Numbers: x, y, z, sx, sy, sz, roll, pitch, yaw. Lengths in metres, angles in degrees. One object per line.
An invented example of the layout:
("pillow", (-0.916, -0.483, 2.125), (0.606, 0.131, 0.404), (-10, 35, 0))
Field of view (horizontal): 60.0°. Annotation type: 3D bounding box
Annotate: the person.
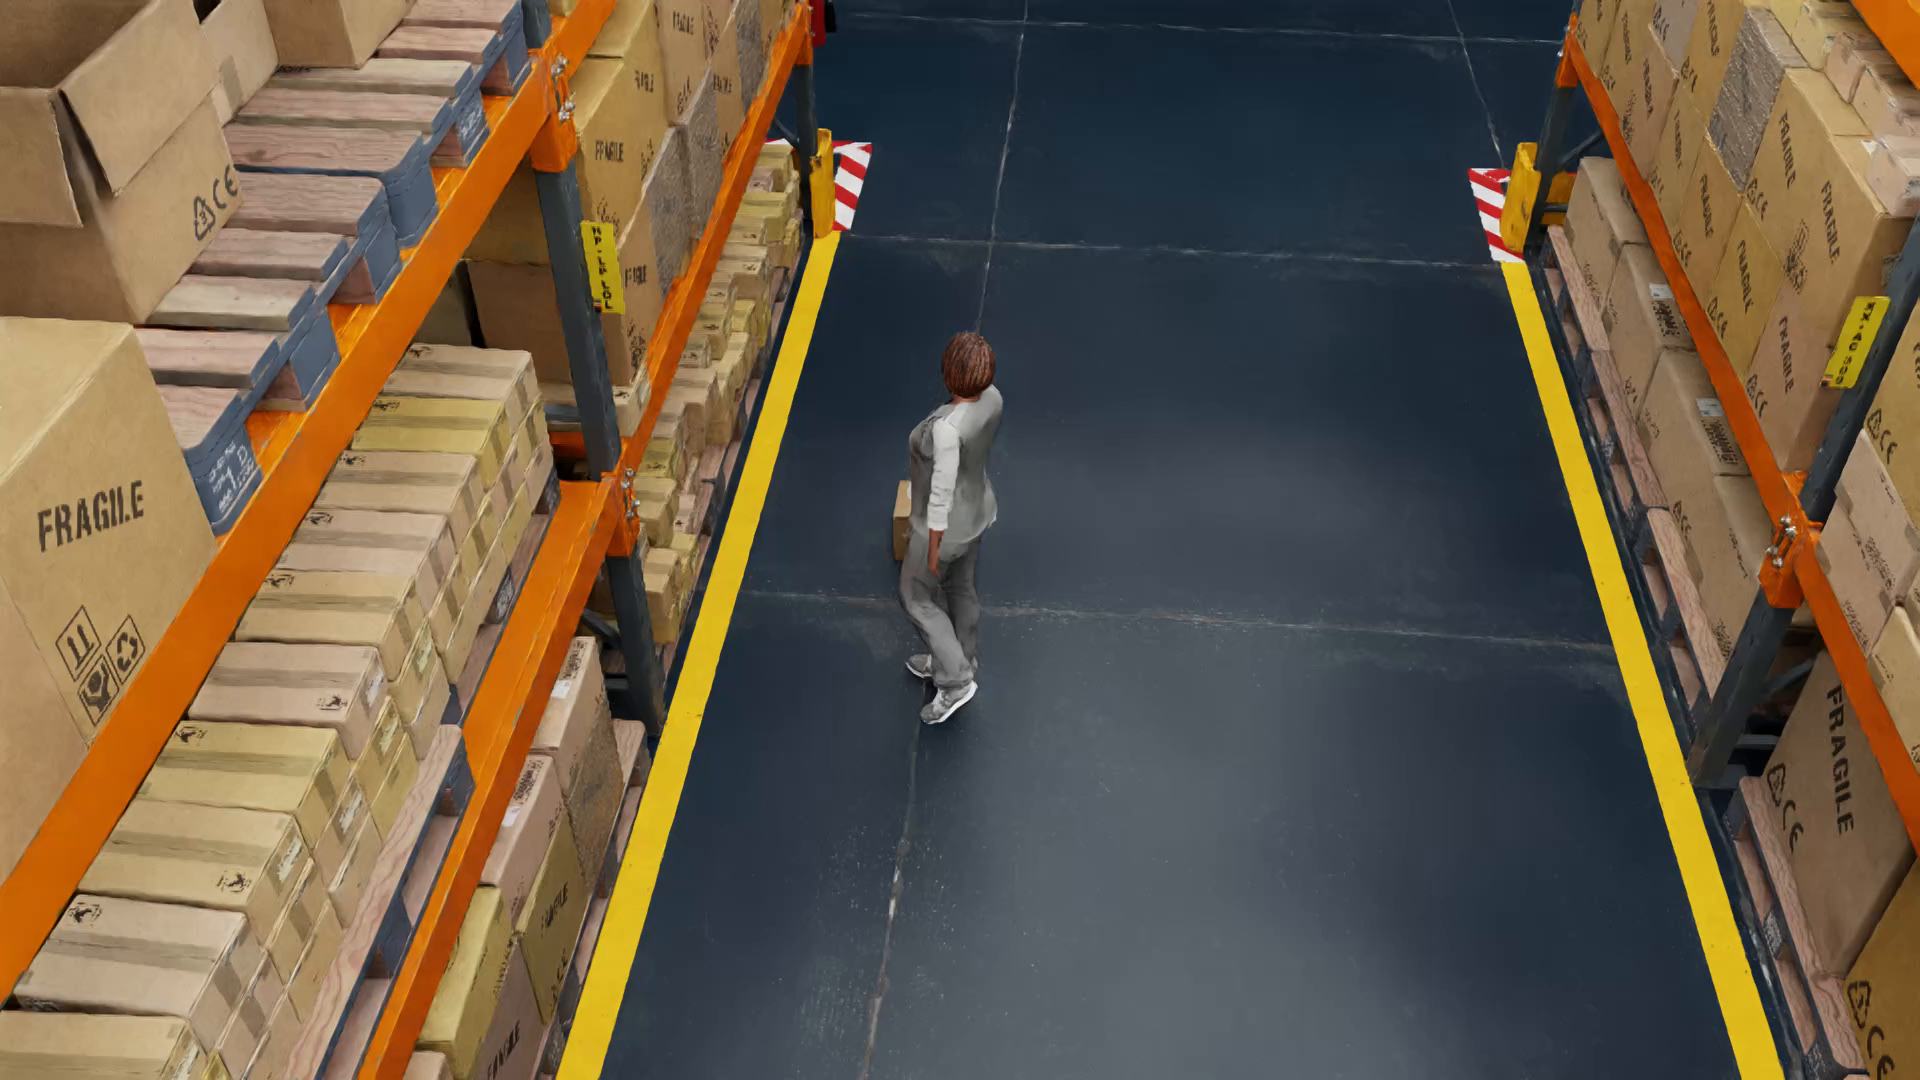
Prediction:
("person", (-0.044, -0.028, 6.223), (0.375, 1.597, 0.507), (20, 44, 21))
